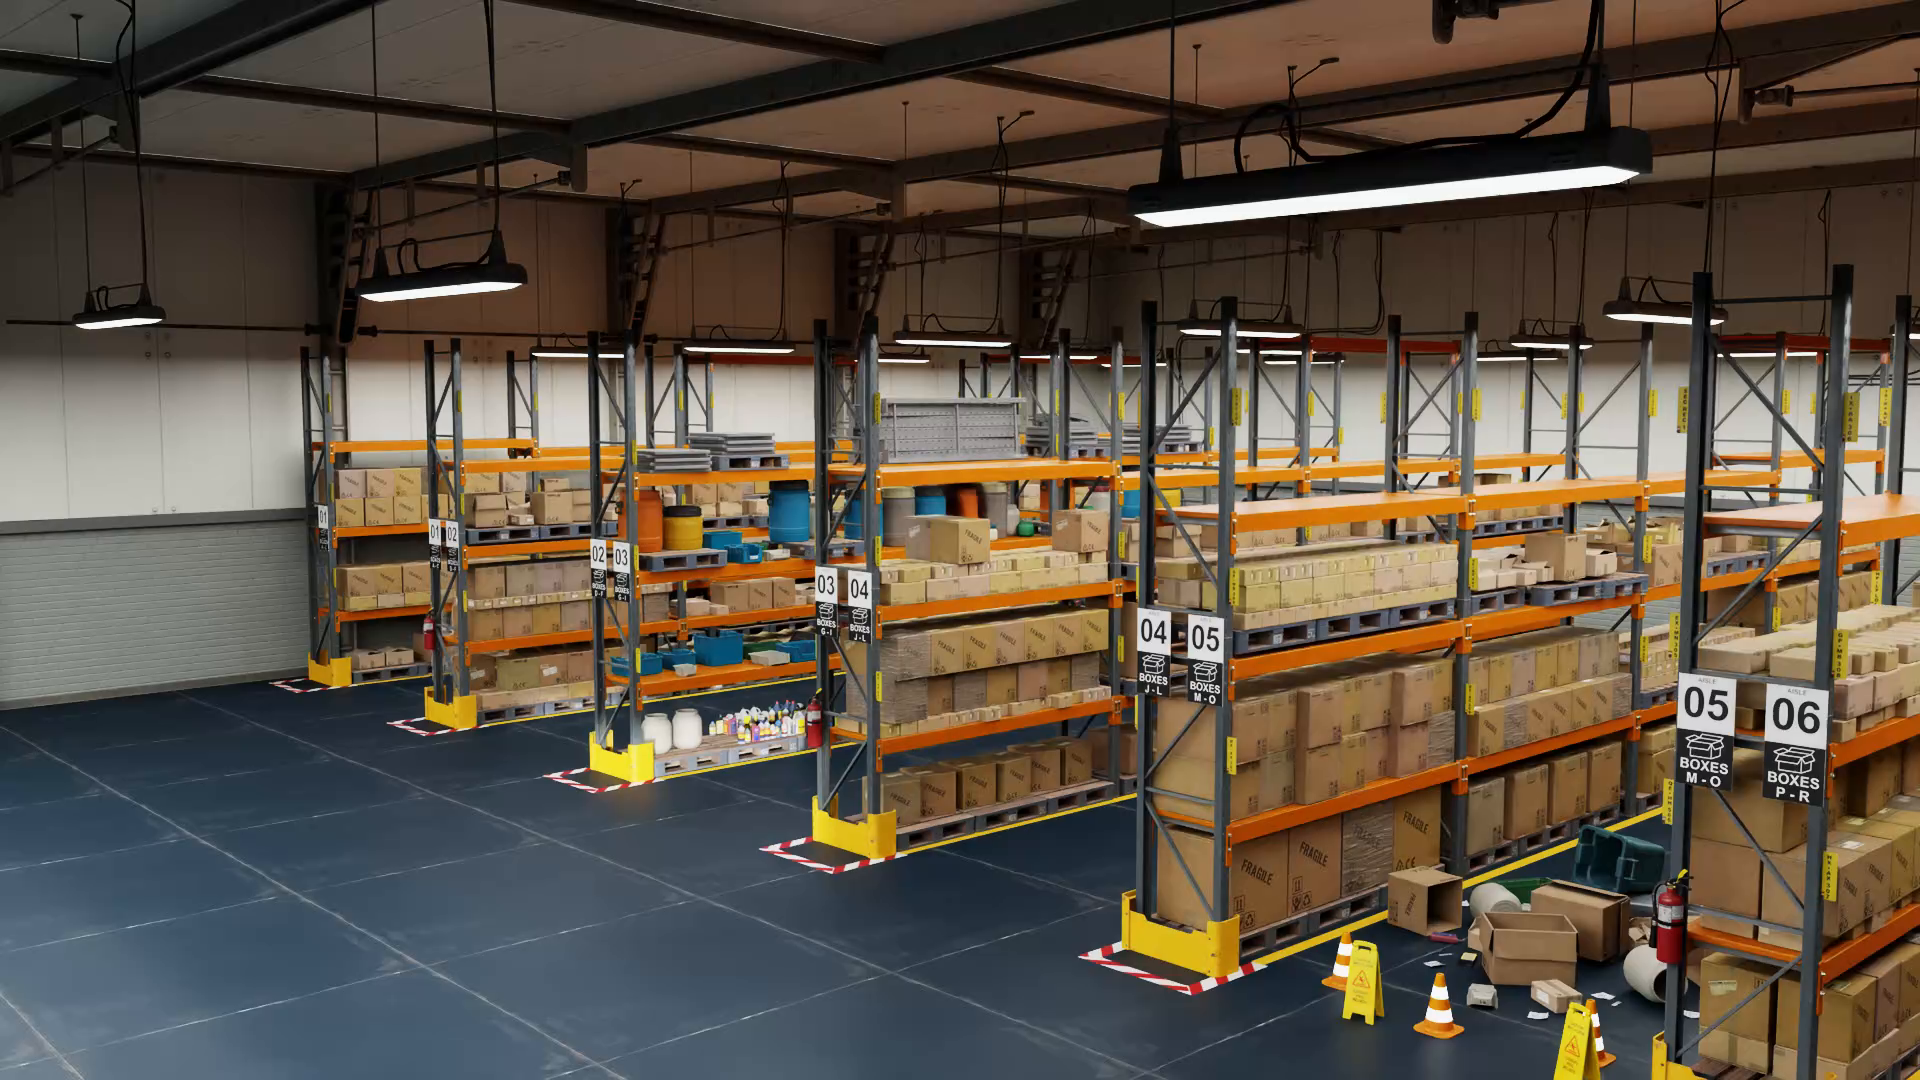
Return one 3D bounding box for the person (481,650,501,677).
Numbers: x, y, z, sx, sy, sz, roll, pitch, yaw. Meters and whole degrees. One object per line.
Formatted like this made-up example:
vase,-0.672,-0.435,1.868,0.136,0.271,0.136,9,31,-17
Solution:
person,-8.551,1.677,30.119,0.445,1.663,0.507,-1,5,-7
